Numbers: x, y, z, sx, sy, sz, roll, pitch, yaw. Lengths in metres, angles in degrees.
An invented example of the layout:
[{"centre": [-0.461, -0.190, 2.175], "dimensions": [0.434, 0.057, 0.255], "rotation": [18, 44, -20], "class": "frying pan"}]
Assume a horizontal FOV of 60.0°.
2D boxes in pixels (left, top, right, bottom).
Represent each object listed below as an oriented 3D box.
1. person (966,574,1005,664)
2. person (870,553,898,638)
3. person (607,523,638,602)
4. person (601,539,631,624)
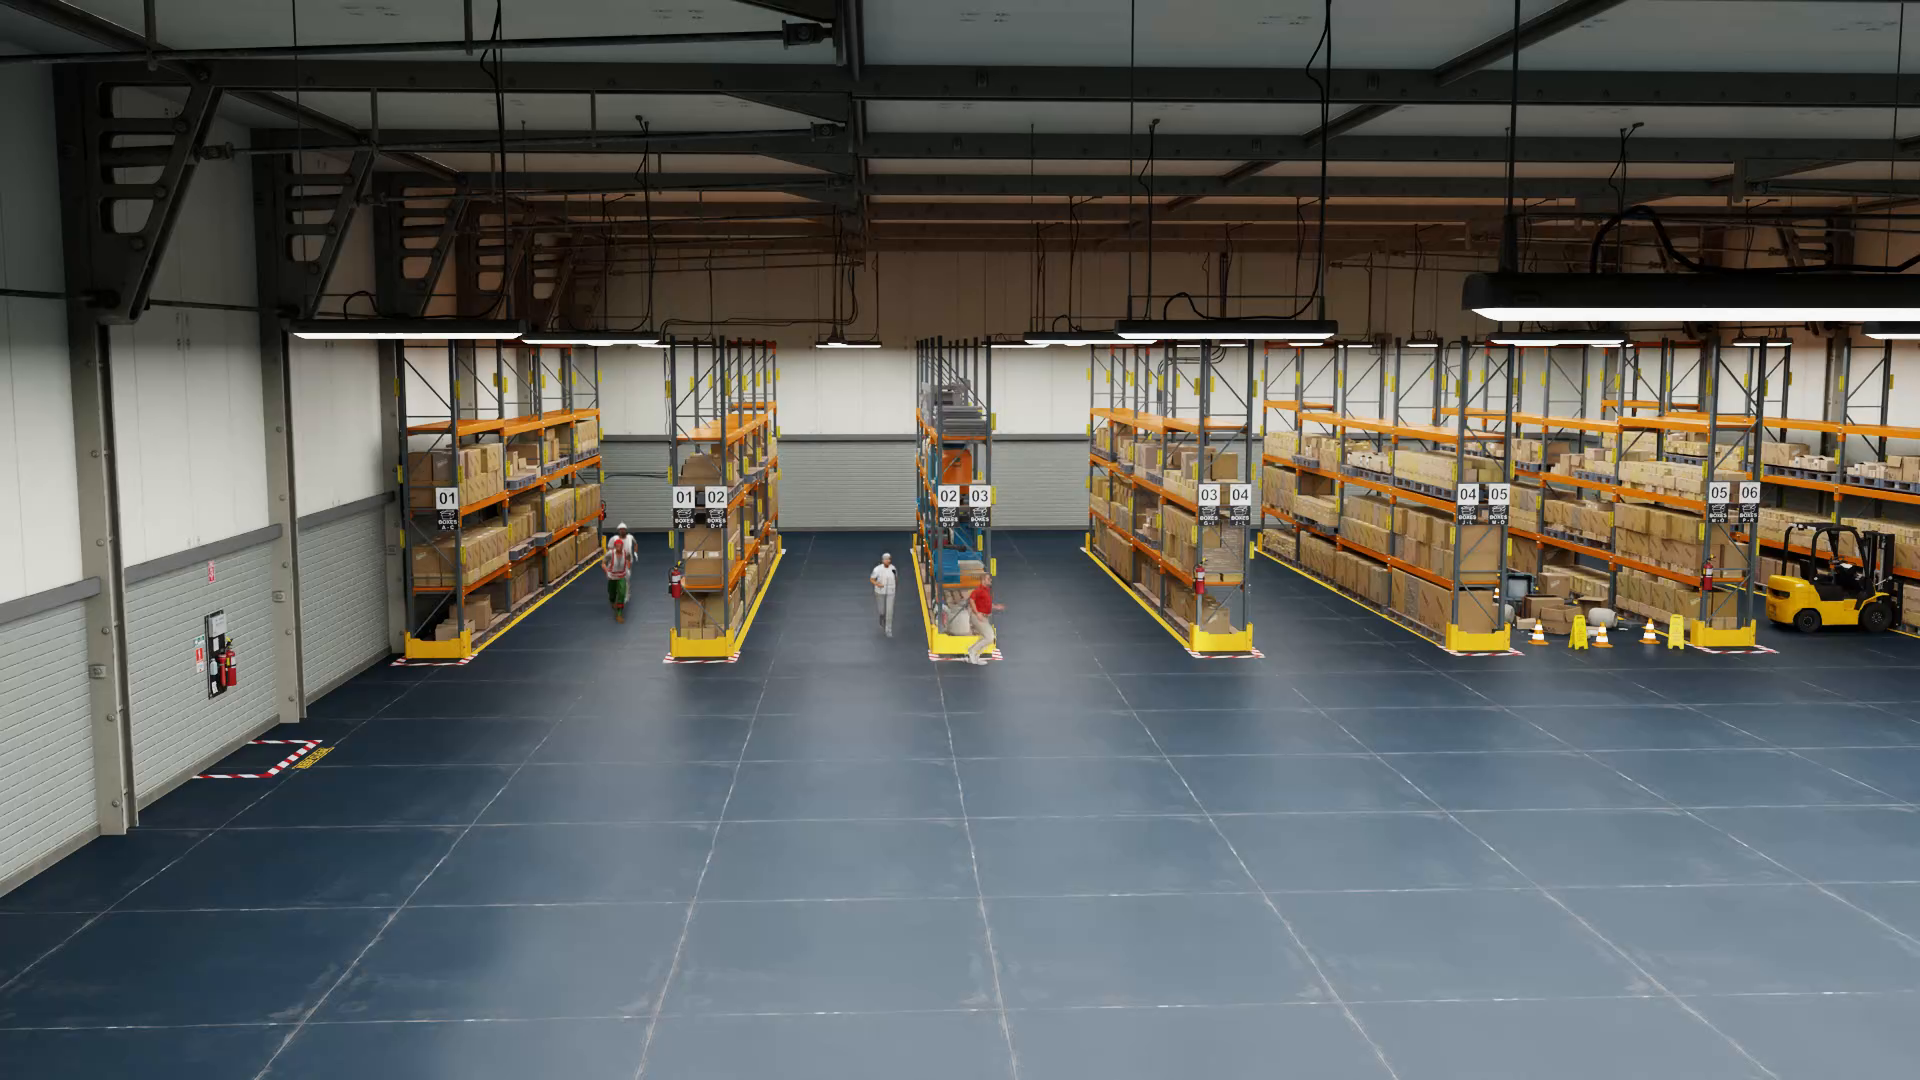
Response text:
[{"centre": [0.462, 1.444, 30.326], "dimensions": [0.667, 1.672, 0.669], "rotation": [1, 7, 12], "class": "person"}, {"centre": [-1.520, 1.098, 33.635], "dimensions": [0.598, 1.676, 0.808], "rotation": [-1, 7, -11], "class": "person"}, {"centre": [-7.674, 0.494, 37.846], "dimensions": [0.687, 1.756, 1.034], "rotation": [-2, 7, -15], "class": "person"}, {"centre": [-7.325, 0.835, 35.481], "dimensions": [0.659, 1.772, 1.088], "rotation": [-2, 7, -20], "class": "person"}]
